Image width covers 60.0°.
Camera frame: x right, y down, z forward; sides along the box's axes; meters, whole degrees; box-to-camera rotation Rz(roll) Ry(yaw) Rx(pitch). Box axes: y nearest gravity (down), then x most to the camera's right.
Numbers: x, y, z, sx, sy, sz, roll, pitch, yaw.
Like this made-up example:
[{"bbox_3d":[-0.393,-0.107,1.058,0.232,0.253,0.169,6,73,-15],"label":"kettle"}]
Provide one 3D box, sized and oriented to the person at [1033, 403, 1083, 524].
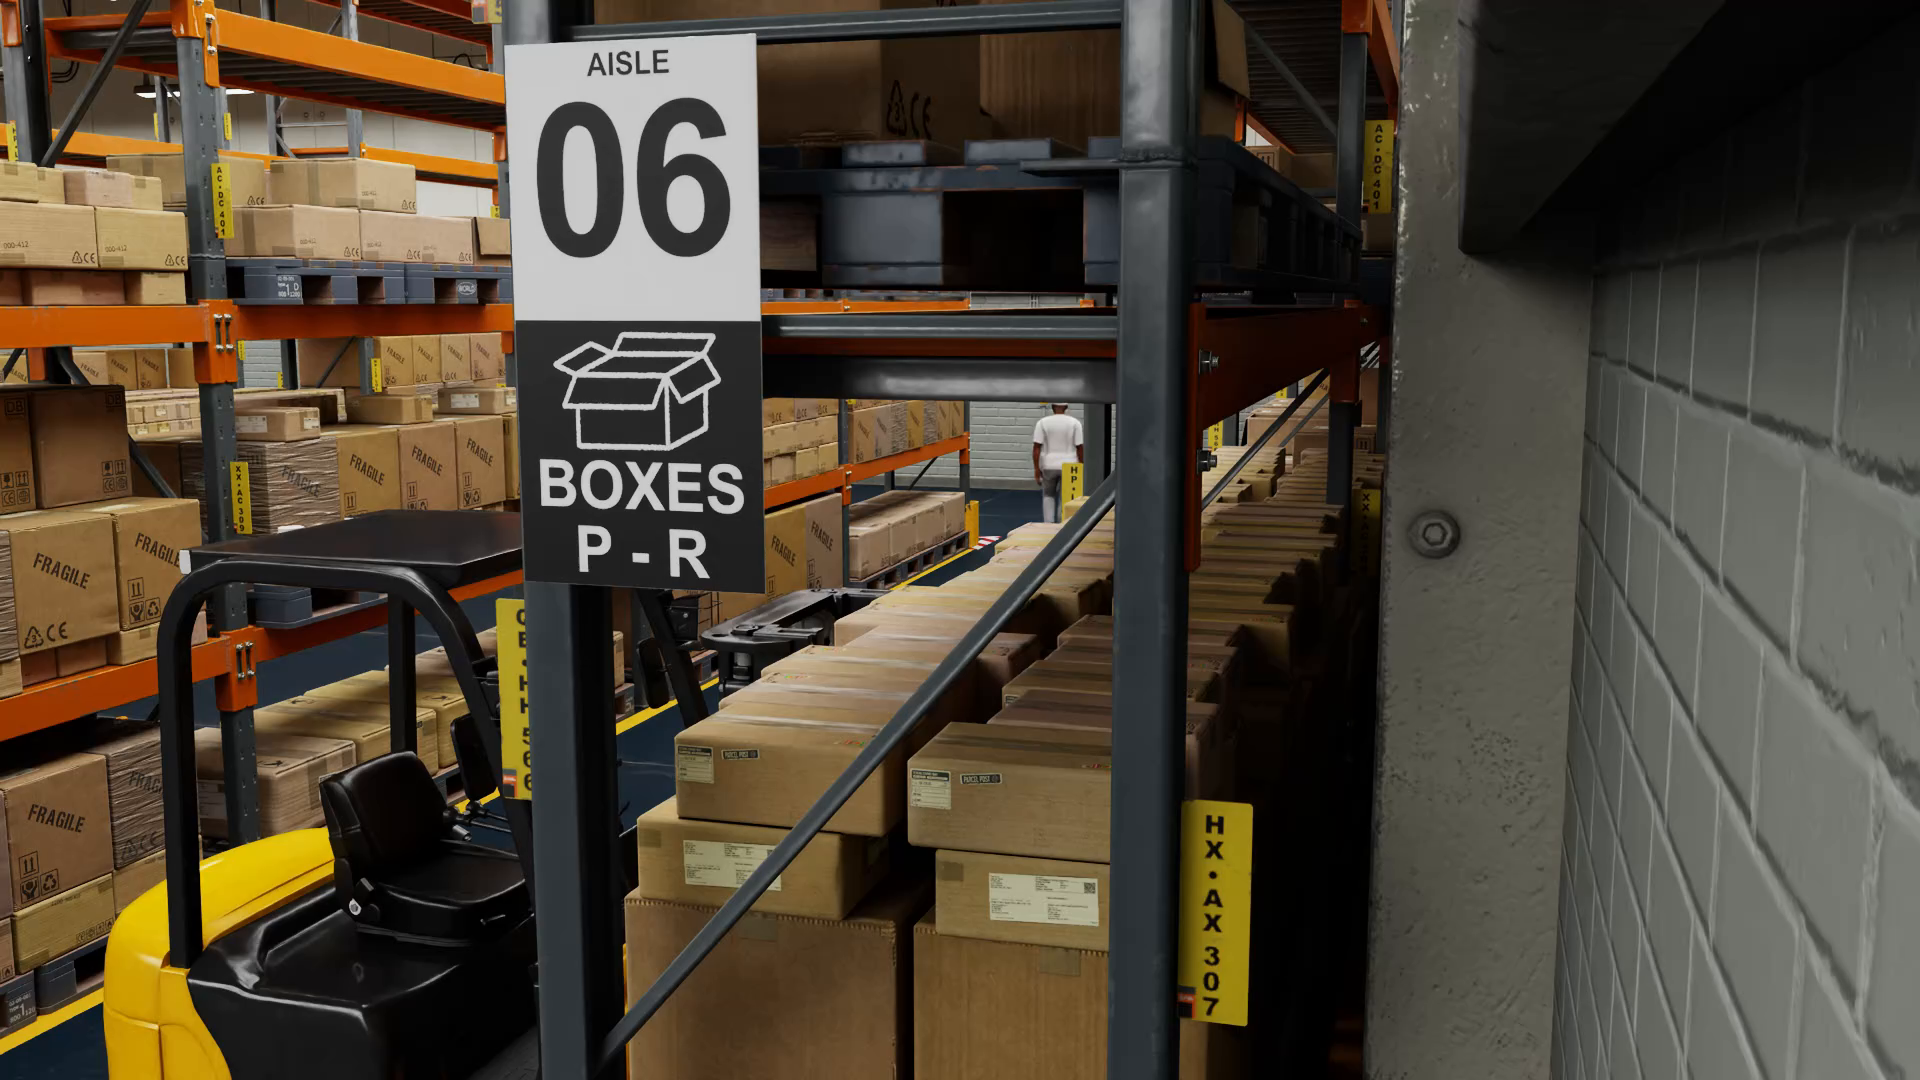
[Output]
[{"bbox_3d":[1.144,-0.812,19.065,0.580,1.786,0.454,1,8,10],"label":"person"}]
